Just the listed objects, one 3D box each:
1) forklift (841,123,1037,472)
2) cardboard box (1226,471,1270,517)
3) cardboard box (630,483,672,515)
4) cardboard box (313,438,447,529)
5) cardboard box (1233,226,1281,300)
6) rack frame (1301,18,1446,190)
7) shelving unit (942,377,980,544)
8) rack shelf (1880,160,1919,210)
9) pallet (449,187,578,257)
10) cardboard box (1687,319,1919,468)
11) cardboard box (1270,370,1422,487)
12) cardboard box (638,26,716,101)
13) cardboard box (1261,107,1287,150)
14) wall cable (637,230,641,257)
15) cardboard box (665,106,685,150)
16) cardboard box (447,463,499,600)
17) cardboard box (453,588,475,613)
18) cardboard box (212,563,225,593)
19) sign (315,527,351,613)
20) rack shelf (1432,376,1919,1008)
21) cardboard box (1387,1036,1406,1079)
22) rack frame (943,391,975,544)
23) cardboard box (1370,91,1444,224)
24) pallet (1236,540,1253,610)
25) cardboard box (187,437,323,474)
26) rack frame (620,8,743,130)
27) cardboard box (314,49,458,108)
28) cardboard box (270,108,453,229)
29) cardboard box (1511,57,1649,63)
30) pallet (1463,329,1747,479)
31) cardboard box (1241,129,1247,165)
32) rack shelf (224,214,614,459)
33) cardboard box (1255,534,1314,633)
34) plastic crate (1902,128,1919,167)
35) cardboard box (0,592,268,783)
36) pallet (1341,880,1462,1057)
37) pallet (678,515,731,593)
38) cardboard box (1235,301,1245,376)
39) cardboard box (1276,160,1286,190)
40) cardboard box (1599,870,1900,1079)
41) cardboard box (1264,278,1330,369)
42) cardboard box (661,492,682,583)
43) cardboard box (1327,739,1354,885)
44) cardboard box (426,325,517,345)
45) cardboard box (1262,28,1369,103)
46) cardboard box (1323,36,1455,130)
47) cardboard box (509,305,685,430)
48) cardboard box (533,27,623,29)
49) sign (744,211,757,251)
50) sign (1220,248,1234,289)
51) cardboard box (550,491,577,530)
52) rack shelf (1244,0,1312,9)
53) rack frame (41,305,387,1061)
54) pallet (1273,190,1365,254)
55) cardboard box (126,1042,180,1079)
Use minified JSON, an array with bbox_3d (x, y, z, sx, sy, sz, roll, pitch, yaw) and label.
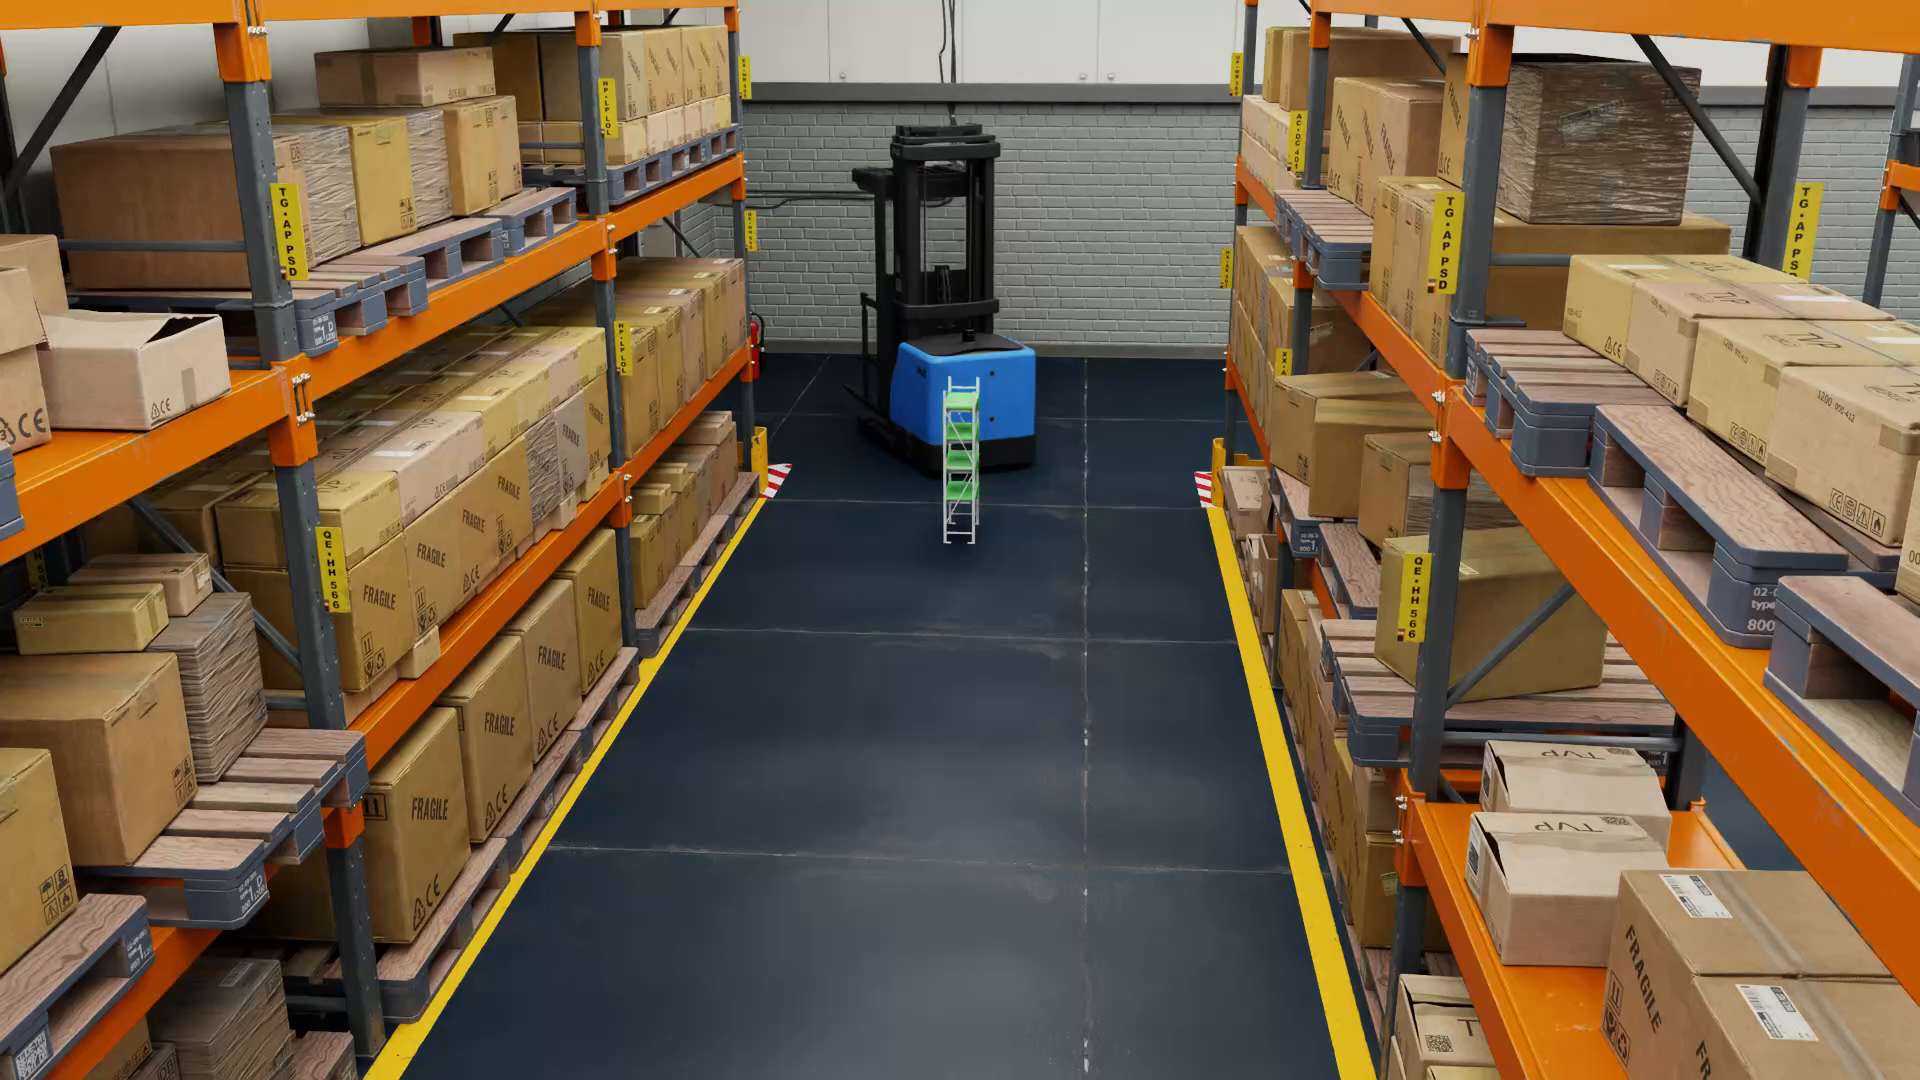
[{"bbox_3d":[-0.343,-2.406,15.559,1.130,2.935,3.031,-7,19,-21],"label":"forklift"},{"bbox_3d":[2.335,-0.347,12.873,0.500,0.250,0.500,1,18,4],"label":"cardboard box"},{"bbox_3d":[-2.173,-0.281,11.263,0.380,0.149,0.250,2,18,6],"label":"cardboard box"},{"bbox_3d":[-2.494,-0.244,6.975,0.500,0.250,0.500,1,18,3],"label":"cardboard box"},{"bbox_3d":[2.398,-2.153,12.909,0.500,0.500,0.500,2,18,6],"label":"cardboard box"},{"bbox_3d":[2.406,-3.371,8.758,1.000,3.000,0.127,1,18,4],"label":"rack frame"},{"bbox_3d":[0.012,-0.622,12.893,0.258,1.200,0.503,1,18,4],"label":"shelving unit"},{"bbox_3d":[7.490,-2.113,10.892,1.077,0.370,4.000,1,18,4],"label":"rack shelf"},{"bbox_3d":[-2.552,-1.678,8.716,0.805,0.209,1.217,1,18,2],"label":"pallet"},{"bbox_3d":[2.071,-0.348,3.918,0.500,0.250,0.500,1,18,3],"label":"cardboard box"},{"bbox_3d":[2.149,-0.625,9.177,0.700,0.500,0.500,-5,19,-15],"label":"cardboard box"},{"bbox_3d":[-2.075,-3.440,11.990,0.500,0.500,0.500,2,18,6],"label":"cardboard box"},{"bbox_3d":[2.284,-2.734,11.071,0.500,0.250,0.500,1,18,4],"label":"cardboard box"},{"bbox_3d":[-3.100,-2.773,14.937,0.084,1.984,1.851,1,18,4],"label":"wall cable"},{"bbox_3d":[-2.142,-2.757,11.107,0.500,0.250,0.500,1,18,2],"label":"cardboard box"},{"bbox_3d":[-2.448,-0.047,7.579,0.500,0.500,0.500,1,18,4],"label":"cardboard box"},{"bbox_3d":[-2.503,0.226,7.788,0.380,0.149,0.250,2,18,5],"label":"cardboard box"},{"bbox_3d":[-3.051,0.262,6.635,0.500,0.500,0.500,1,18,4],"label":"cardboard box"},{"bbox_3d":[-2.280,0.110,6.039,0.100,0.325,0.005,1,18,4],"label":"sign"},{"bbox_3d":[1.976,0.260,3.650,1.077,0.370,4.000,1,18,4],"label":"rack shelf"},{"bbox_3d":[1.789,1.986,5.787,0.500,0.250,0.500,1,18,4],"label":"cardboard box"},{"bbox_3d":[-0.006,-0.546,12.662,0.240,1.200,0.015,1,18,4],"label":"rack frame"},{"bbox_3d":[2.204,-1.671,7.392,0.600,0.600,0.600,1,18,2],"label":"cardboard box"},{"bbox_3d":[2.541,0.212,11.937,1.003,0.211,1.213,1,18,4],"label":"pallet"},{"bbox_3d":[-3.007,-0.249,6.991,0.500,0.250,0.500,1,18,2],"label":"cardboard box"},{"bbox_3d":[-2.248,-4.722,12.883,1.000,3.000,0.127,1,18,4],"label":"rack frame"},{"bbox_3d":[-2.754,-2.225,8.009,0.500,0.250,0.500,1,18,2],"label":"cardboard box"},{"bbox_3d":[-2.783,-1.712,7.646,0.700,0.500,0.500,1,18,4],"label":"cardboard box"},{"bbox_3d":[2.193,-1.519,6.159,0.500,0.500,0.500,1,18,4],"label":"cardboard box"},{"bbox_3d":[2.160,-0.400,4.814,1.213,0.211,1.003,2,18,6],"label":"pallet"},{"bbox_3d":[2.402,-2.962,12.570,0.500,0.250,0.500,1,18,4],"label":"cardboard box"},{"bbox_3d":[-2.678,-1.092,7.775,1.077,0.370,4.000,1,18,4],"label":"rack shelf"},{"bbox_3d":[2.164,0.276,10.572,0.500,0.500,0.500,1,18,4],"label":"cardboard box"},{"bbox_3d":[7.328,-2.900,12.350,0.497,0.269,0.590,1,18,4],"label":"plastic crate"},{"bbox_3d":[-2.846,0.503,5.704,0.700,0.500,0.500,-1,18,-3],"label":"cardboard box"},{"bbox_3d":[2.211,1.817,7.040,1.003,0.211,1.213,1,18,4],"label":"pallet"},{"bbox_3d":[-2.318,0.082,12.335,1.003,0.211,1.213,1,18,4],"label":"pallet"},{"bbox_3d":[2.366,-1.517,12.576,0.500,0.500,0.500,1,18,3],"label":"cardboard box"},{"bbox_3d":[2.222,-2.186,10.201,0.500,0.250,0.500,1,18,4],"label":"cardboard box"},{"bbox_3d":[2.015,1.197,4.294,0.500,0.500,0.500,0,18,1],"label":"cardboard box"},{"bbox_3d":[2.218,-1.364,10.503,0.500,0.500,0.500,1,18,3],"label":"cardboard box"},{"bbox_3d":[-2.340,-0.027,11.528,0.700,0.500,0.500,1,18,3],"label":"cardboard box"},{"bbox_3d":[1.990,1.245,7.614,0.500,0.500,0.500,1,18,2],"label":"cardboard box"},{"bbox_3d":[-2.828,-1.047,9.426,0.500,0.250,0.500,2,18,6],"label":"cardboard box"},{"bbox_3d":[2.552,-3.397,11.889,0.700,0.500,0.500,1,18,4],"label":"cardboard box"},{"bbox_3d":[2.403,-2.620,9.517,0.700,0.500,0.500,1,18,4],"label":"cardboard box"},{"bbox_3d":[-2.422,-1.166,11.184,0.980,0.700,0.700,1,18,3],"label":"cardboard box"},{"bbox_3d":[-2.622,-3.287,11.522,0.500,0.500,0.500,1,18,4],"label":"cardboard box"},{"bbox_3d":[-1.708,-2.518,13.550,0.100,0.325,0.005,1,18,4],"label":"sign"},{"bbox_3d":[2.152,-2.186,13.385,0.100,0.325,0.005,1,18,4],"label":"sign"},{"bbox_3d":[-2.295,-0.166,8.984,0.380,0.149,0.250,1,18,4],"label":"cardboard box"},{"bbox_3d":[2.549,-3.648,10.766,1.077,0.370,4.000,1,18,4],"label":"rack shelf"},{"bbox_3d":[-2.822,0.613,6.235,1.000,3.000,0.127,1,18,4],"label":"rack frame"},{"bbox_3d":[2.289,-1.655,8.641,1.213,0.211,1.003,1,18,4],"label":"pallet"},{"bbox_3d":[-2.974,1.974,5.389,0.700,0.500,0.500,1,18,4],"label":"cardboard box"}]
